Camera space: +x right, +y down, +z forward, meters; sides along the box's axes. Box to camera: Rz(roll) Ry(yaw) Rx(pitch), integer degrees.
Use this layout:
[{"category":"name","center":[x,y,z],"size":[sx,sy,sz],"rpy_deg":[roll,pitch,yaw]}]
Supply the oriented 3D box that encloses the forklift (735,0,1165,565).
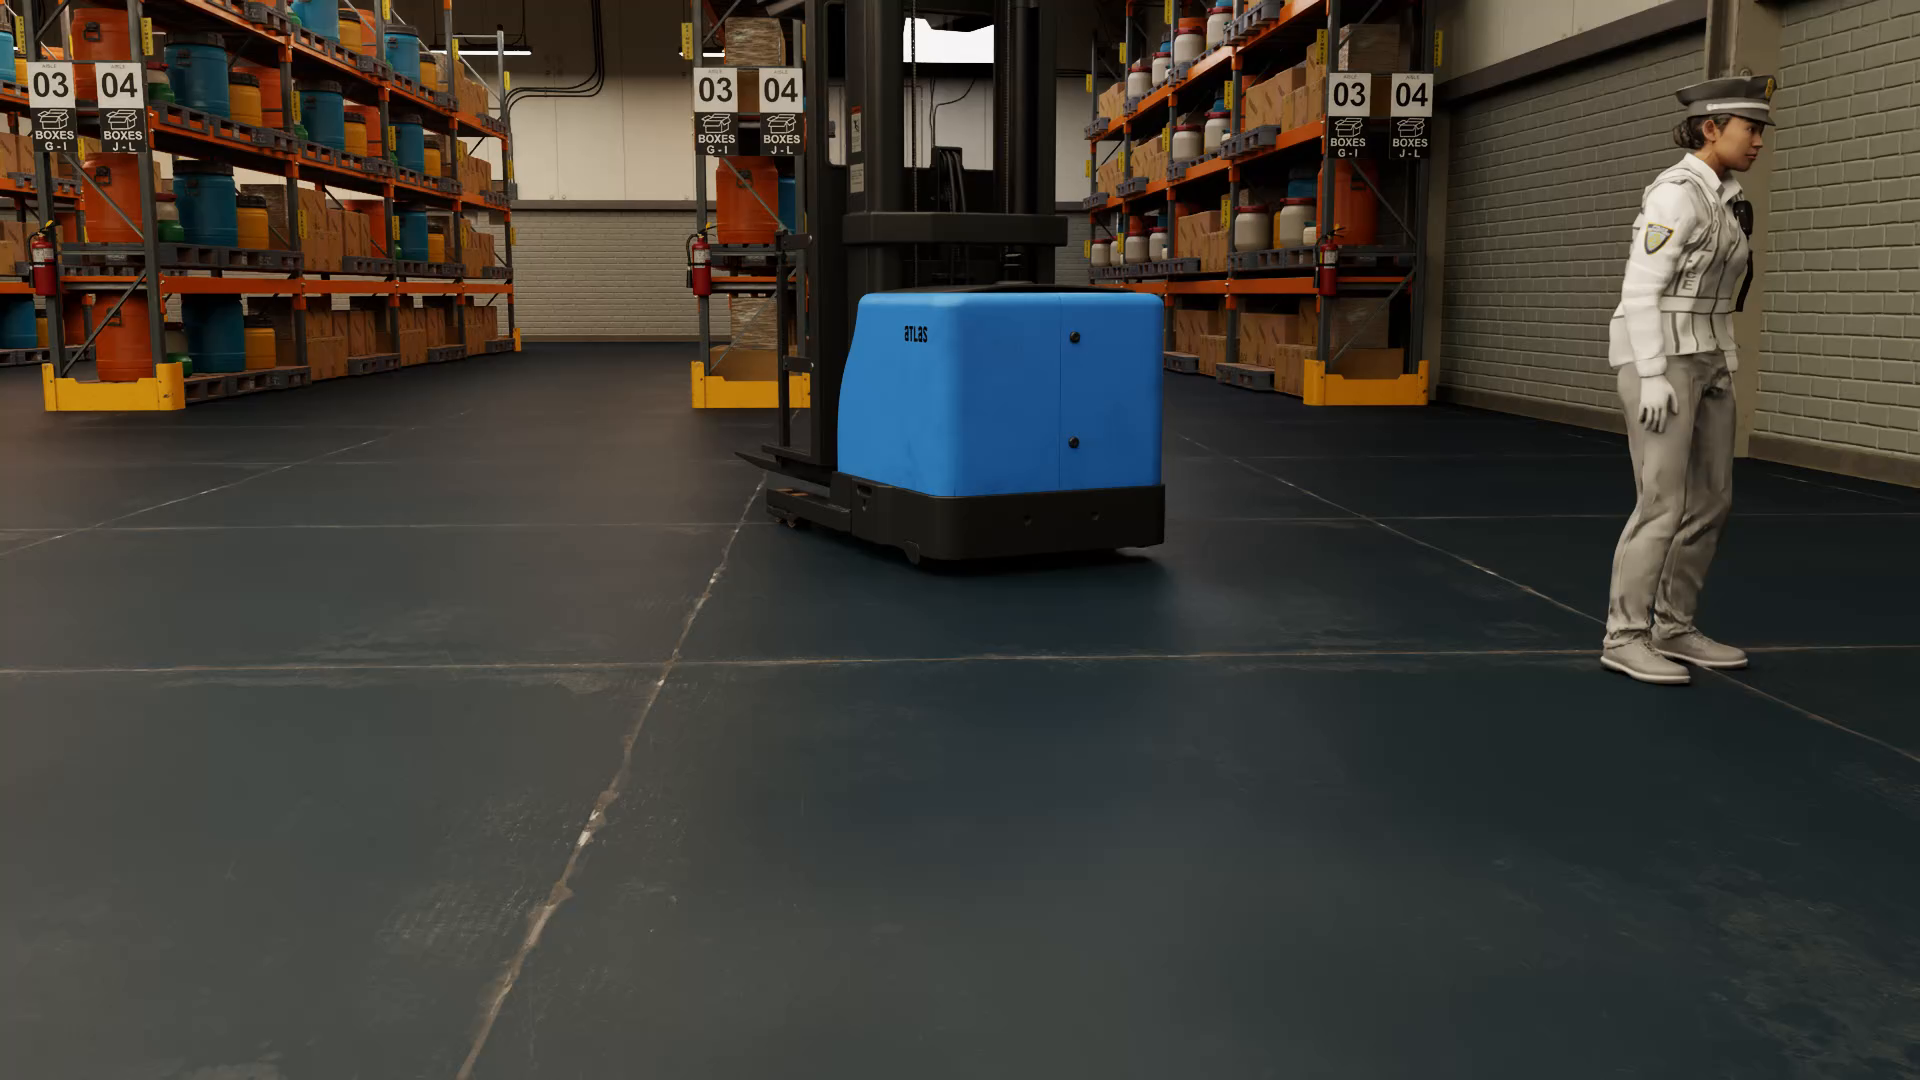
[{"category":"forklift","center":[-0.264,-1.530,7.637],"size":[1.130,2.935,3.031],"rpy_deg":[-4,9,-25]}]

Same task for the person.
[{"category":"person","center":[2.062,-0.455,4.726],"size":[0.534,1.662,0.374],"rpy_deg":[-7,11,-40]}]
